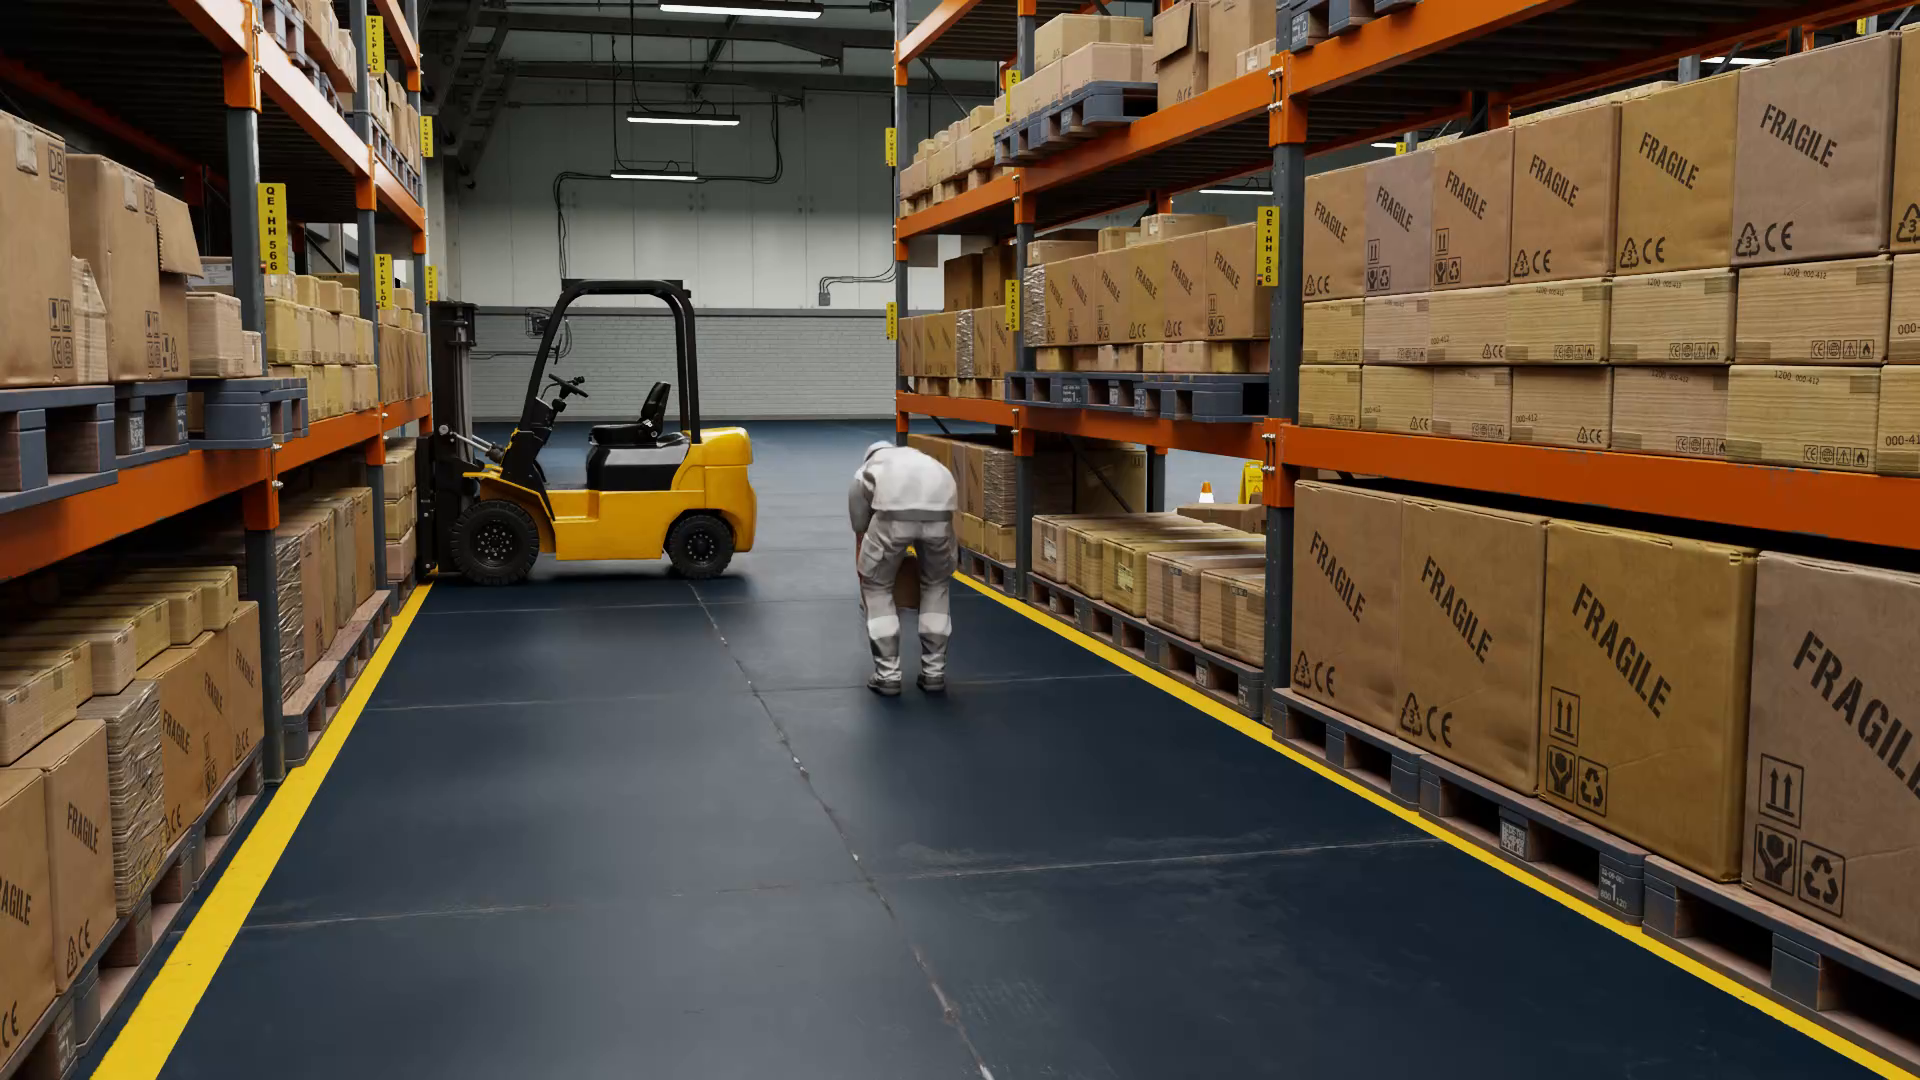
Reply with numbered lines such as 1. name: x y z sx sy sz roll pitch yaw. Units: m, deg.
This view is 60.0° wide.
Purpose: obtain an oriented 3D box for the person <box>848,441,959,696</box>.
1. person: -0.300 0.116 8.125 0.492 1.166 0.958 -2 6 -16
